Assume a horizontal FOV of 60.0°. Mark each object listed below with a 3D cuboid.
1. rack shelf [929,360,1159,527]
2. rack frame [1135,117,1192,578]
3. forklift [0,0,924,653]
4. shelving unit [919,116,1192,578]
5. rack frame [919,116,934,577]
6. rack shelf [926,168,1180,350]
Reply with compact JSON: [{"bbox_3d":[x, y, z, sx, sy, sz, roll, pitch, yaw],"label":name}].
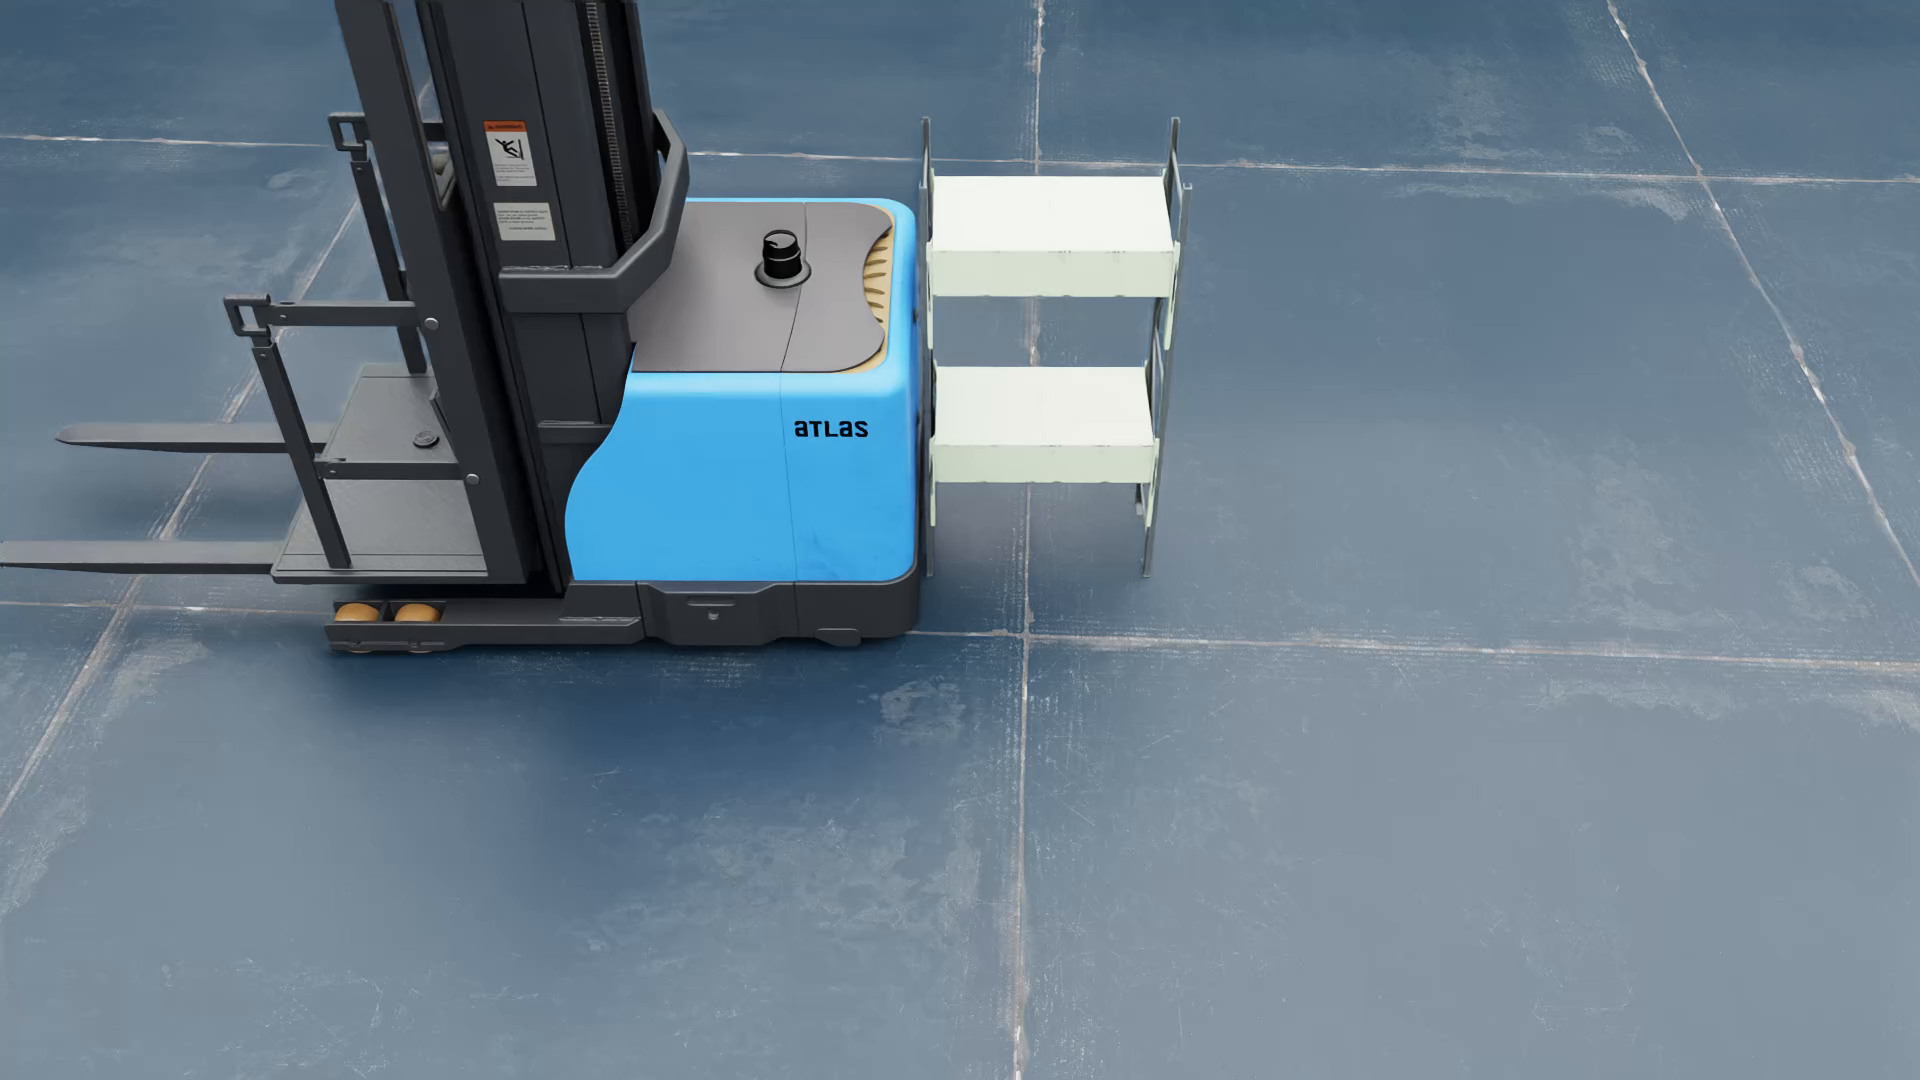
[{"bbox_3d":[0.265,-0.319,5.471,0.720,0.370,0.431,0,43,0],"label":"rack shelf"},{"bbox_3d":[0.631,-0.557,5.247,0.023,1.500,0.400,0,43,0],"label":"rack frame"},{"bbox_3d":[-1.647,-1.069,4.748,3.031,2.935,1.130,0,43,0],"label":"forklift"},{"bbox_3d":[0.265,-0.558,5.249,0.755,1.500,0.431,0,43,0],"label":"shelving unit"},{"bbox_3d":[-0.101,-0.559,5.250,0.023,1.500,0.400,0,43,0],"label":"rack frame"},{"bbox_3d":[0.265,-0.844,4.983,0.720,0.370,0.431,0,43,0],"label":"rack shelf"}]
